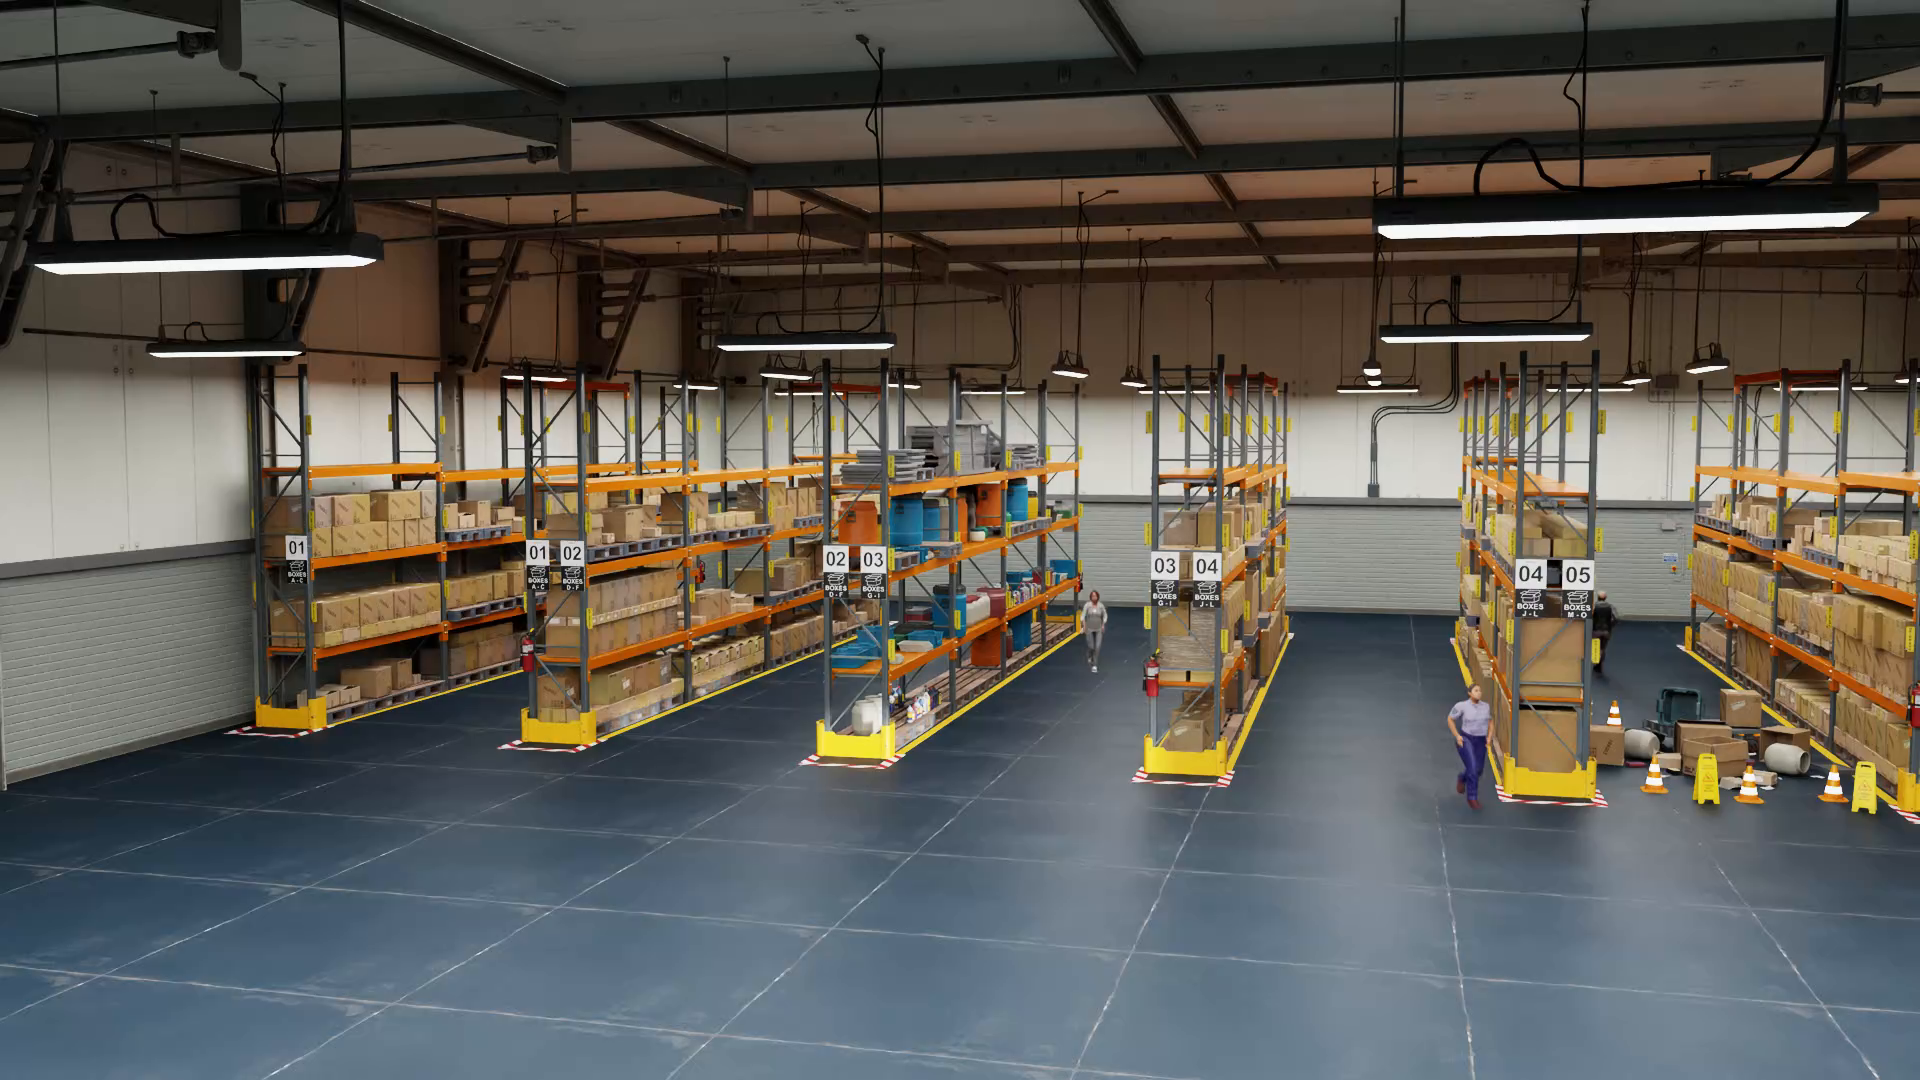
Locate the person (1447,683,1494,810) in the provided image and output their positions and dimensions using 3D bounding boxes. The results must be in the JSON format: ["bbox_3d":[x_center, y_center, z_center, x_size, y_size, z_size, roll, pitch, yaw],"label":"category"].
[{"bbox_3d":[6.766,2.696,22.005,0.626,1.627,0.761,-1,4,-13],"label":"person"}]

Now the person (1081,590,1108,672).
[{"bbox_3d":[2.574,1.739,31.923,0.522,1.564,0.521,0,4,-1],"label":"person"}]

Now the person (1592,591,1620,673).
[{"bbox_3d":[12.914,1.855,33.496,0.663,1.678,0.697,0,4,7],"label":"person"}]
